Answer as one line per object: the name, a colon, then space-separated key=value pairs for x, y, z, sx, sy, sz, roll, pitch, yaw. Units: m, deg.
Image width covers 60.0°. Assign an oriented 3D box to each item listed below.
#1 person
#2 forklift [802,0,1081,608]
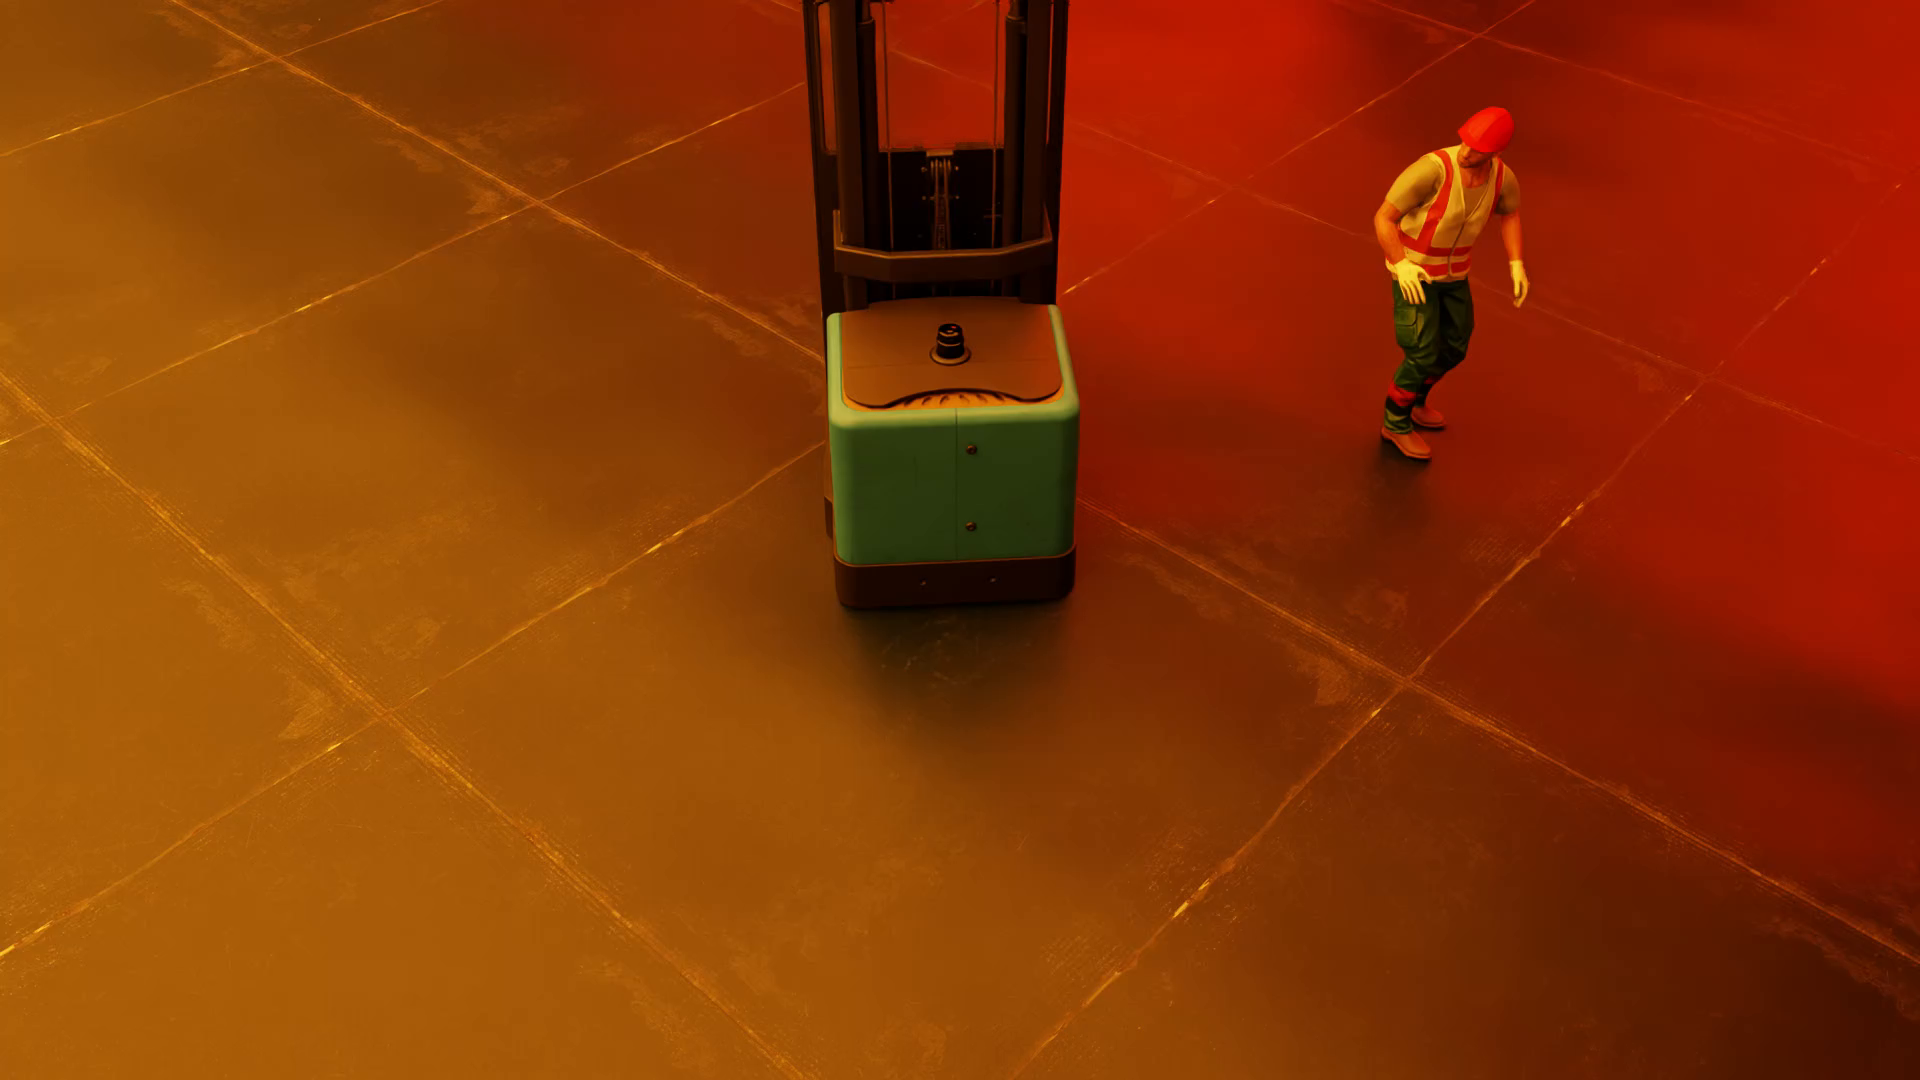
person: x=2.287 y=-1.218 z=7.776 sx=0.747 sy=1.736 sz=0.515 roll=-17 pitch=43 yaw=-19
forklift: x=-0.118 y=-1.766 z=7.487 sx=1.130 sy=2.935 sz=3.031 roll=-3 pitch=41 yaw=-3
